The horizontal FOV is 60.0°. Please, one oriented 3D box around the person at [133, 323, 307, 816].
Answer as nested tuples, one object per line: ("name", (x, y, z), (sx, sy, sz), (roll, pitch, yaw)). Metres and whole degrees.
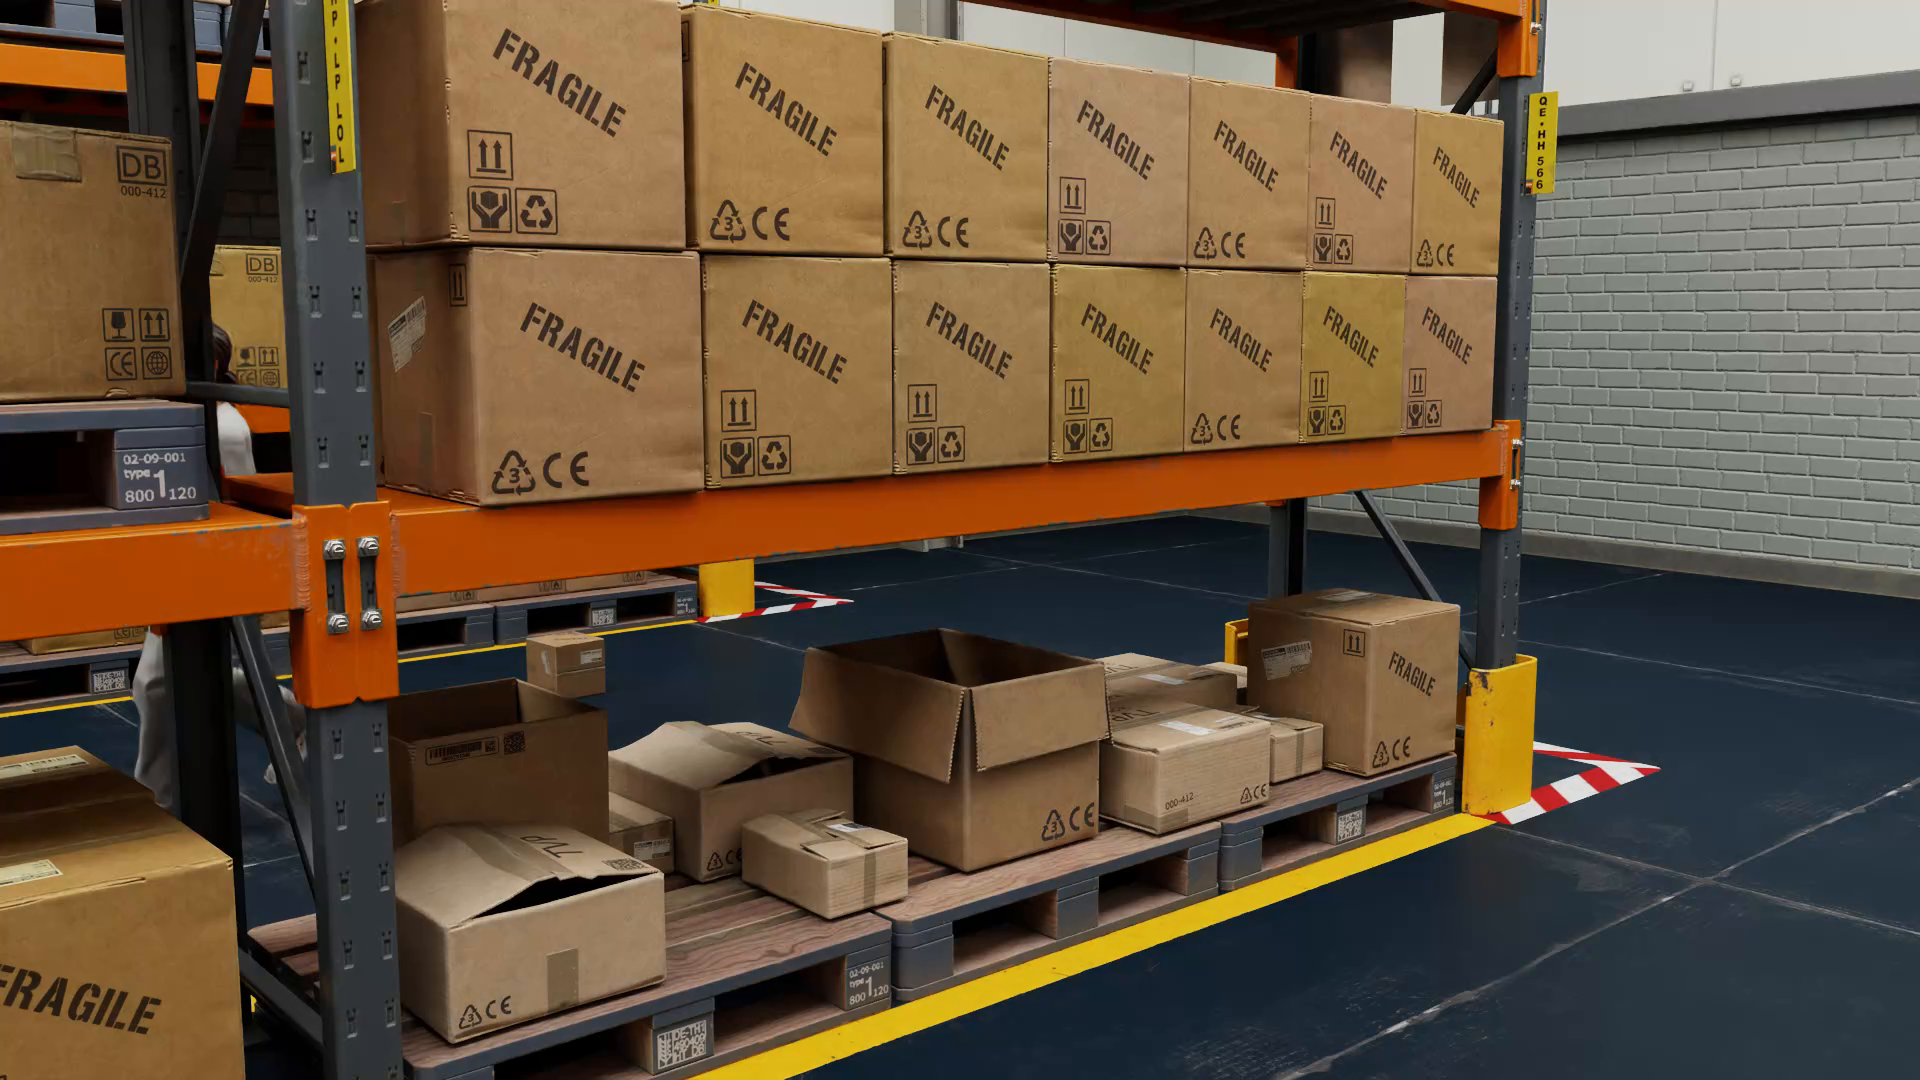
("person", (-2.426, 0.110, 5.385), (0.438, 1.635, 0.879), (6, 10, 39))
